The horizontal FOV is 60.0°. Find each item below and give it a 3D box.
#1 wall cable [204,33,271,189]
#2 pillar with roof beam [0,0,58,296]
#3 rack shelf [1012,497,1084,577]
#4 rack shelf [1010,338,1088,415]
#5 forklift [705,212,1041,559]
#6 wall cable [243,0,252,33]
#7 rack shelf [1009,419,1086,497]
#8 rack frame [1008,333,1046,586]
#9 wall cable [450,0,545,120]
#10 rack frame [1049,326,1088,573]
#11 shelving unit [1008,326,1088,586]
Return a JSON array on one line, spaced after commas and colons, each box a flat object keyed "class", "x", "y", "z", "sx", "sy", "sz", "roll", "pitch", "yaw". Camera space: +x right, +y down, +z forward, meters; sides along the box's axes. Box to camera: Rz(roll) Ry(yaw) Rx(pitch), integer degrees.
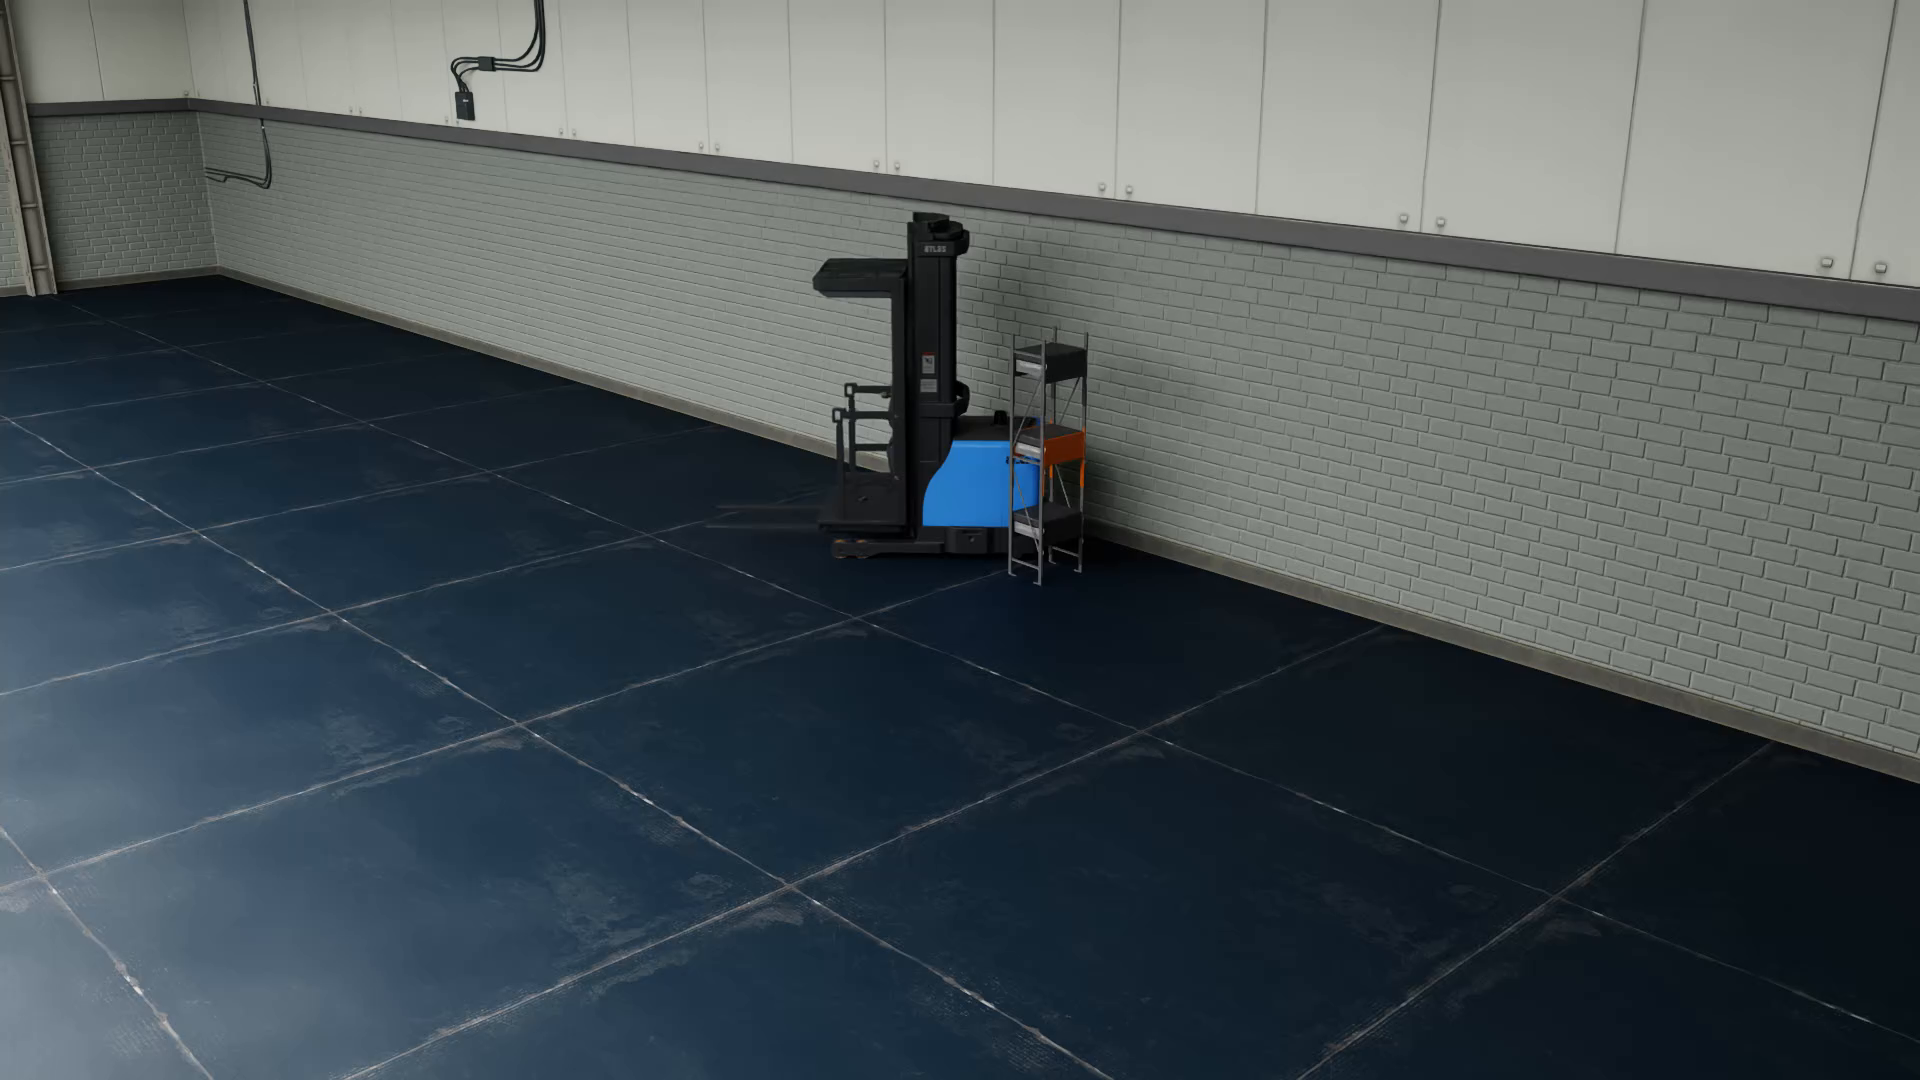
[{"class": "wall cable", "x": -12.436, "y": -7.285, "z": 28.162, "sx": 0.112, "sy": 2.526, "sz": 3.097, "roll": -16, "pitch": 24, "yaw": -41}, {"class": "pillar with roof beam", "x": -12.528, "y": -7.469, "z": 23.696, "sx": 0.400, "sy": 9.000, "sz": 9.100, "roll": -16, "pitch": 24, "yaw": -41}, {"class": "rack shelf", "x": 0.738, "y": -0.031, "z": 14.255, "sx": 0.480, "sy": 0.518, "sz": 0.431, "roll": -15, "pitch": 23, "yaw": -39}, {"class": "rack shelf", "x": 0.738, "y": -1.363, "z": 13.823, "sx": 0.480, "sy": 0.518, "sz": 0.431, "roll": -15, "pitch": 23, "yaw": -39}, {"class": "forklift", "x": -0.757, "y": -1.387, "z": 14.774, "sx": 3.031, "sy": 2.935, "sz": 1.130, "roll": 1, "pitch": 18, "yaw": 2}, {"class": "wall cable", "x": -10.577, "y": -9.081, "z": 25.513, "sx": 0.112, "sy": 2.526, "sz": 3.097, "roll": -16, "pitch": 24, "yaw": -41}, {"class": "rack shelf", "x": 0.738, "y": -0.697, "z": 14.039, "sx": 0.480, "sy": 0.518, "sz": 0.431, "roll": -15, "pitch": 23, "yaw": -39}, {"class": "rack frame", "x": 0.556, "y": -0.660, "z": 13.881, "sx": 0.015, "sy": 2.100, "sz": 0.400, "roll": -15, "pitch": 23, "yaw": -39}, {"class": "wall cable", "x": -5.925, "y": -8.249, "z": 20.586, "sx": 0.169, "sy": 6.003, "sz": 2.305, "roll": -16, "pitch": 24, "yaw": -41}, {"class": "rack frame", "x": 0.921, "y": -0.760, "z": 14.189, "sx": 0.015, "sy": 2.100, "sz": 0.400, "roll": -15, "pitch": 23, "yaw": -39}, {"class": "shelving unit", "x": 0.738, "y": -0.710, "z": 14.035, "sx": 0.503, "sy": 2.100, "sz": 0.431, "roll": -15, "pitch": 23, "yaw": -39}]
